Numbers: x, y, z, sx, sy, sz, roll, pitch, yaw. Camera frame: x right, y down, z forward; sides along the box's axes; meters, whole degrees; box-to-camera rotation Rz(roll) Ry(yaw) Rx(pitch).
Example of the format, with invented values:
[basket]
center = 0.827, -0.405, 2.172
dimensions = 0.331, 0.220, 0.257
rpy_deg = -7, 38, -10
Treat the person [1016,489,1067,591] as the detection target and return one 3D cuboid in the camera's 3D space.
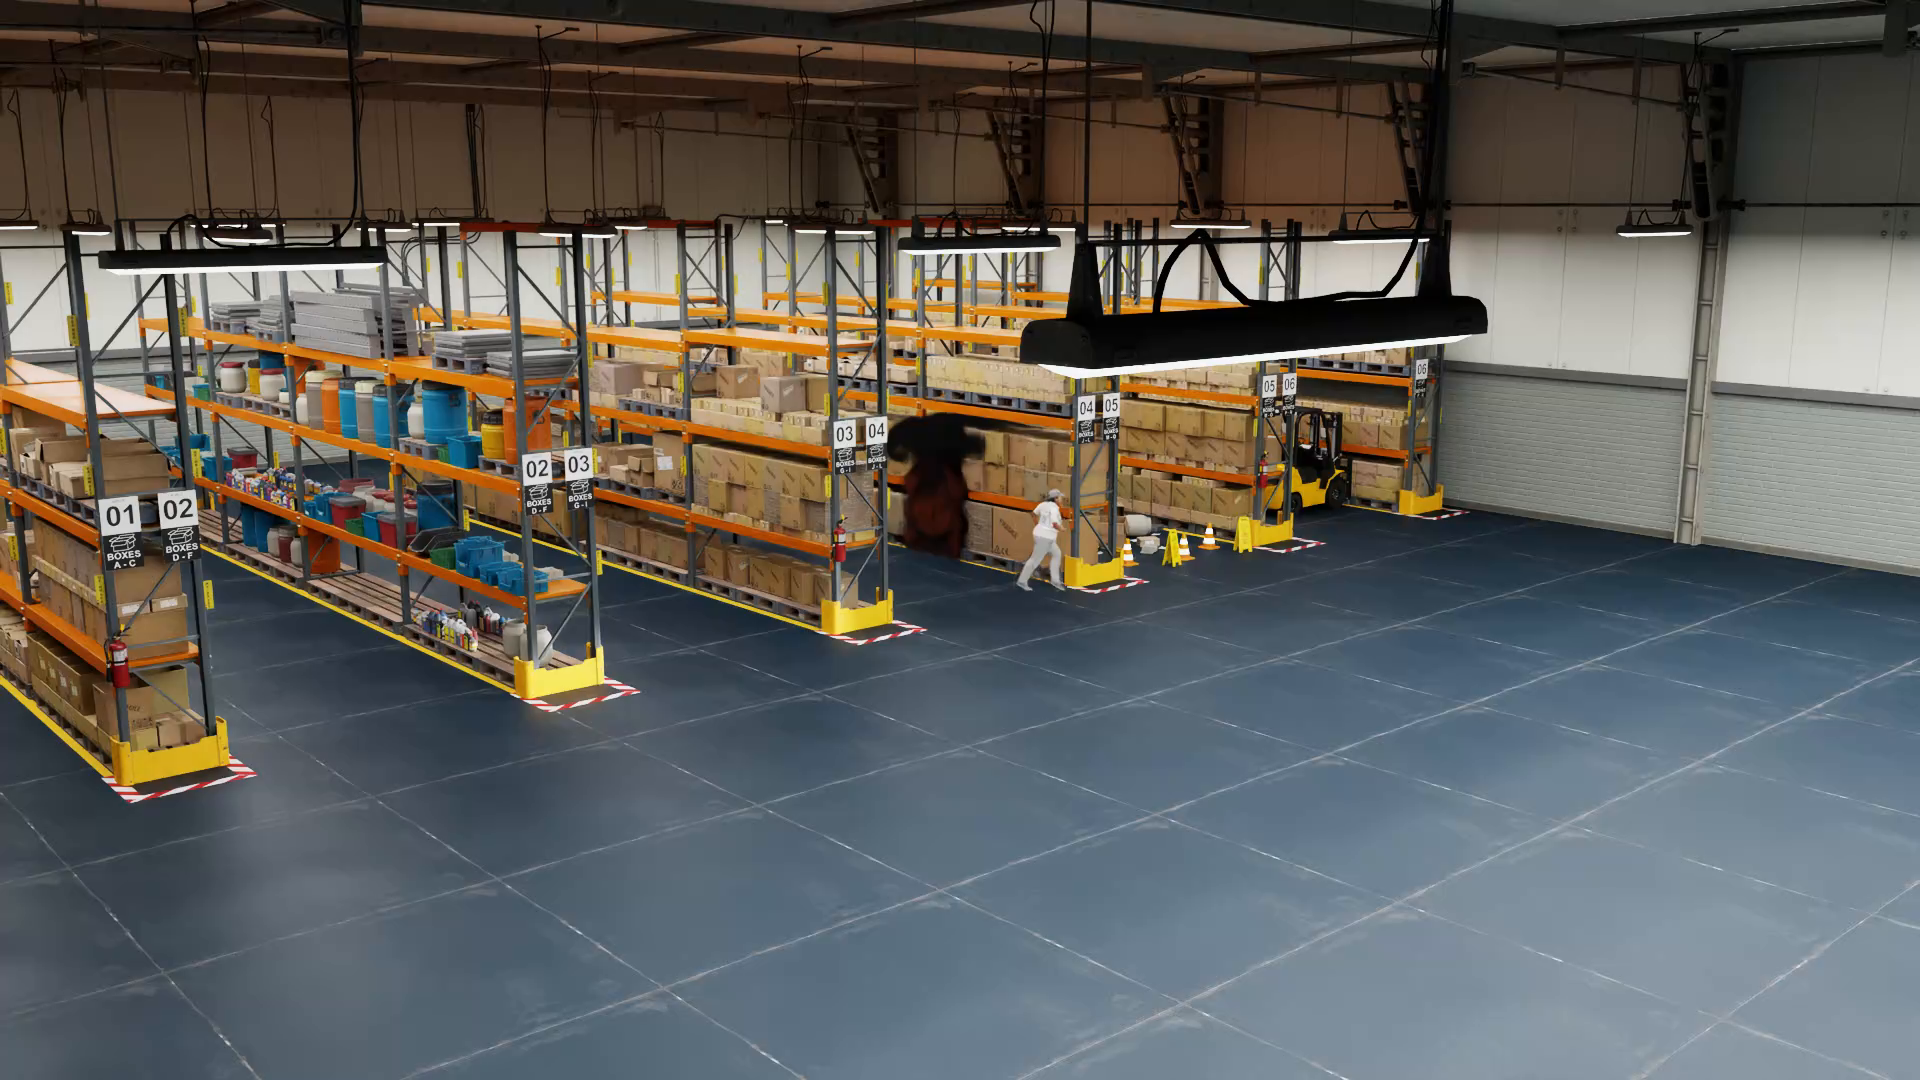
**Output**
[person]
center = 1.289, 0.022, 26.525
dimensions = 0.850, 1.667, 0.626
rpy_deg = -3, 12, -15
